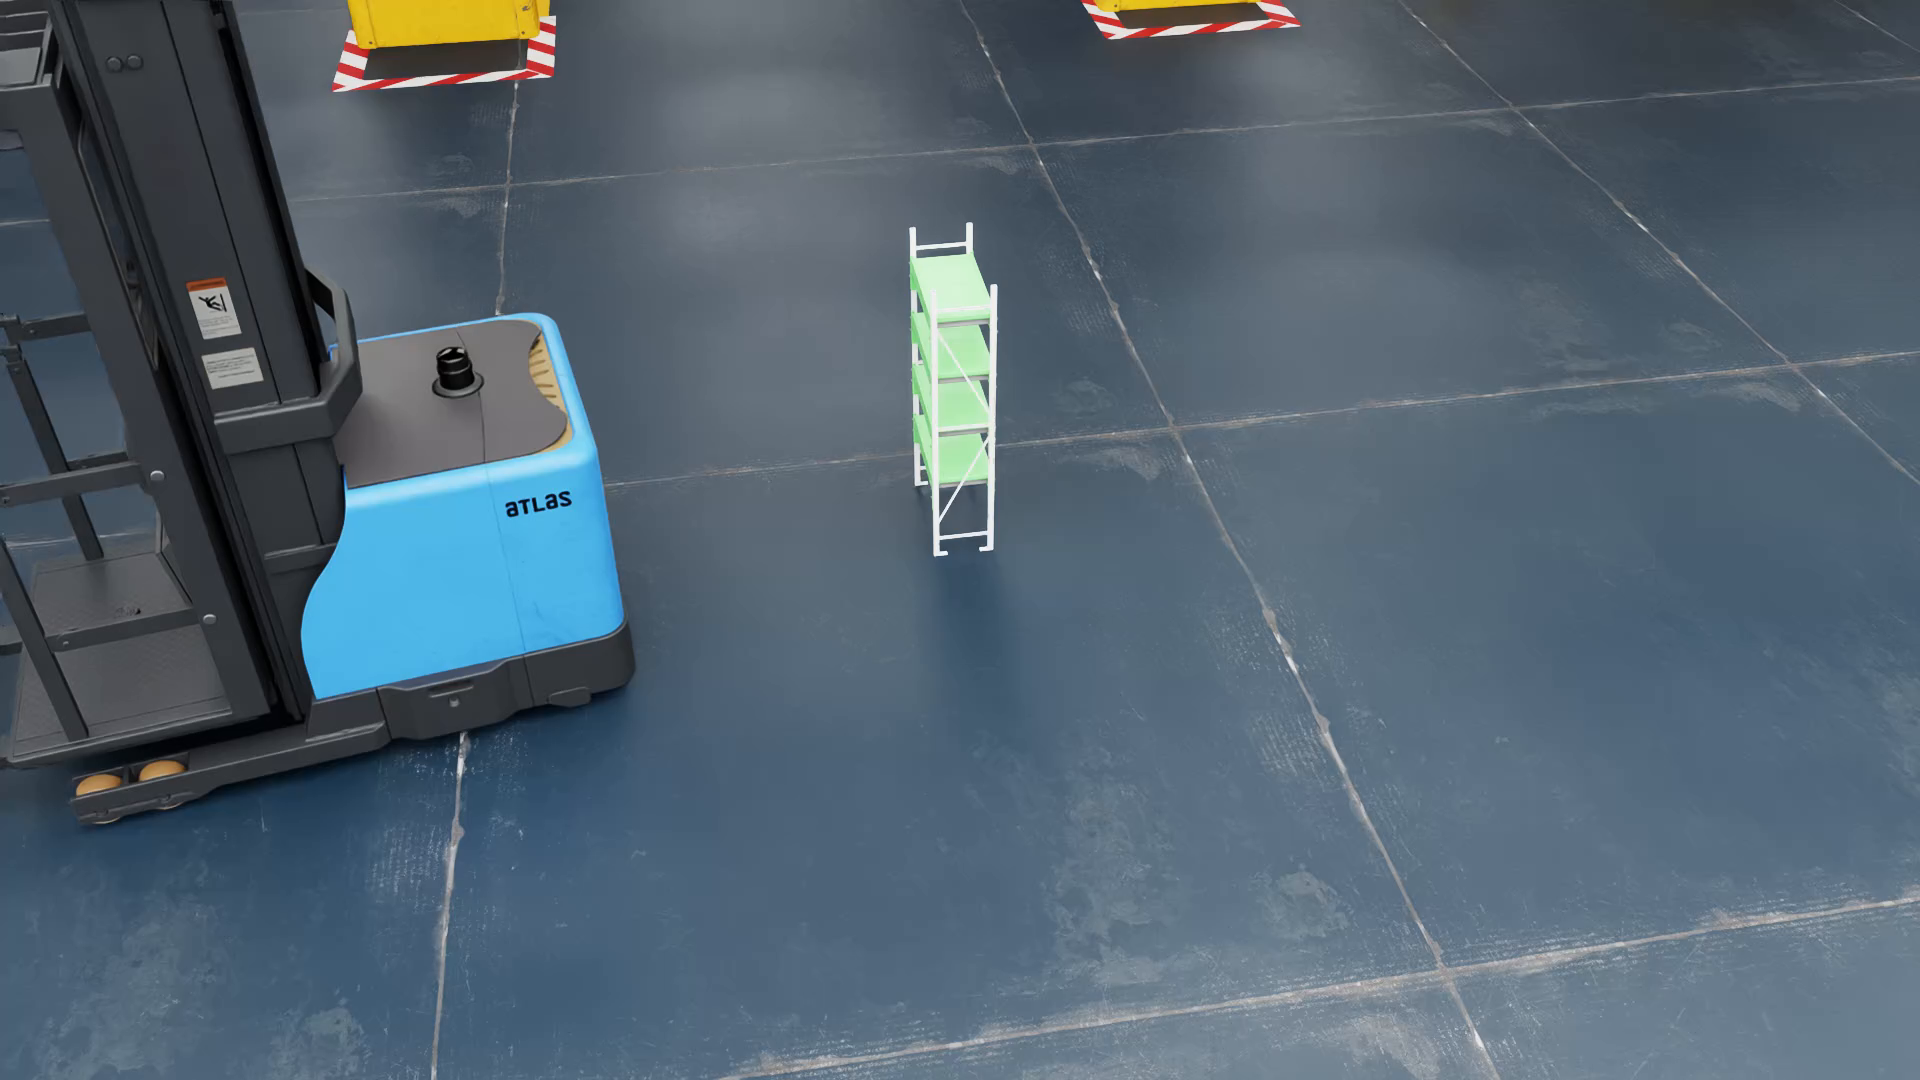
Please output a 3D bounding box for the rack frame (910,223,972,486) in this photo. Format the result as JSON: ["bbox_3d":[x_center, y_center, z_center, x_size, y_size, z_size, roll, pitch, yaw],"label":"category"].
[{"bbox_3d":[-0.072,-0.721,6.700,0.240,1.200,0.015,-6,38,-8],"label":"rack frame"}]

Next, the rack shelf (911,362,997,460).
[{"bbox_3d":[-0.029,-0.523,6.550,0.258,0.148,0.480,-6,38,-8],"label":"rack shelf"}]

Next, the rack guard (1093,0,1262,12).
[{"bbox_3d":[1.517,-3.985,11.472,1.175,0.500,0.348,-6,38,-8],"label":"rack guard"}]

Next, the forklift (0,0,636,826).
[{"bbox_3d":[-2.749,-0.580,5.108,3.031,2.935,1.130,-12,40,-15],"label":"forklift"}]

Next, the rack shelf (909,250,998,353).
[{"bbox_3d":[-0.029,-0.902,6.255,0.258,0.148,0.480,-6,38,-8],"label":"rack shelf"}]

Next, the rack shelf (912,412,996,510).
[{"bbox_3d":[-0.029,-0.334,6.697,0.258,0.148,0.480,-6,38,-8],"label":"rack shelf"}]

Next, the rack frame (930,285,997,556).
[{"bbox_3d":[0.014,-0.426,6.321,0.240,1.200,0.015,-6,38,-8],"label":"rack frame"}]

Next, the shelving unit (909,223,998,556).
[{"bbox_3d":[-0.029,-0.574,6.511,0.258,1.200,0.503,-6,38,-8],"label":"shelving unit"}]

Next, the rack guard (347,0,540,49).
[{"bbox_3d":[-3.402,-3.573,10.941,1.175,0.500,0.348,-6,38,-8],"label":"rack guard"}]

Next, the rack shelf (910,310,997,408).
[{"bbox_3d":[-0.029,-0.713,6.403,0.258,0.148,0.480,-6,38,-8],"label":"rack shelf"}]
